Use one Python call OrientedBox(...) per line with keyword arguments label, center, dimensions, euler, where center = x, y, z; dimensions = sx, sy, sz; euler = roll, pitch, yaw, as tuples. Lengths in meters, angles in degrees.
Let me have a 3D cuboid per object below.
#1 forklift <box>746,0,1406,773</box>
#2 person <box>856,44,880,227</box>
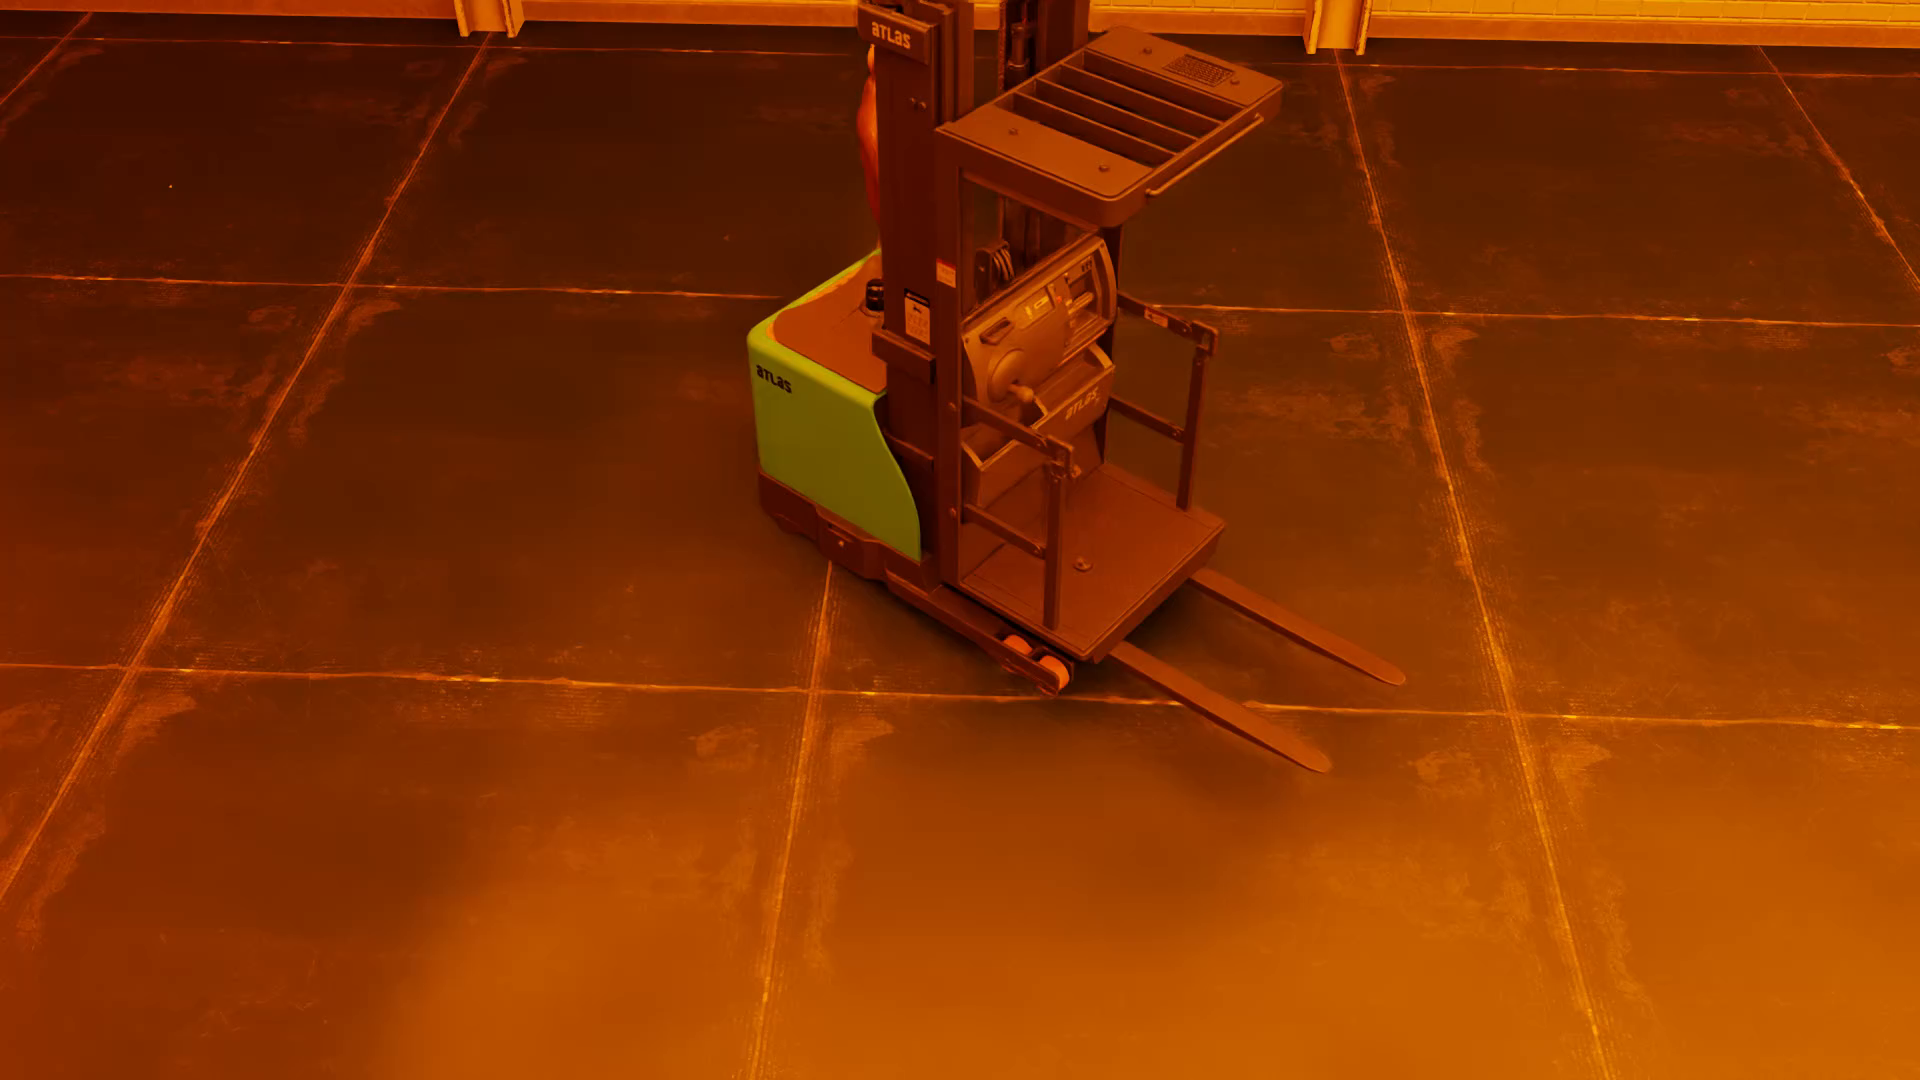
OrientedBox(label="forklift", center=(0.492, -0.822, 6.643), dimensions=(3.031, 2.935, 1.130), euler=(29, 50, 28))
OrientedBox(label="person", center=(-0.210, -1.777, 8.564), dimensions=(0.596, 1.690, 0.806), euler=(4, 43, 5))
